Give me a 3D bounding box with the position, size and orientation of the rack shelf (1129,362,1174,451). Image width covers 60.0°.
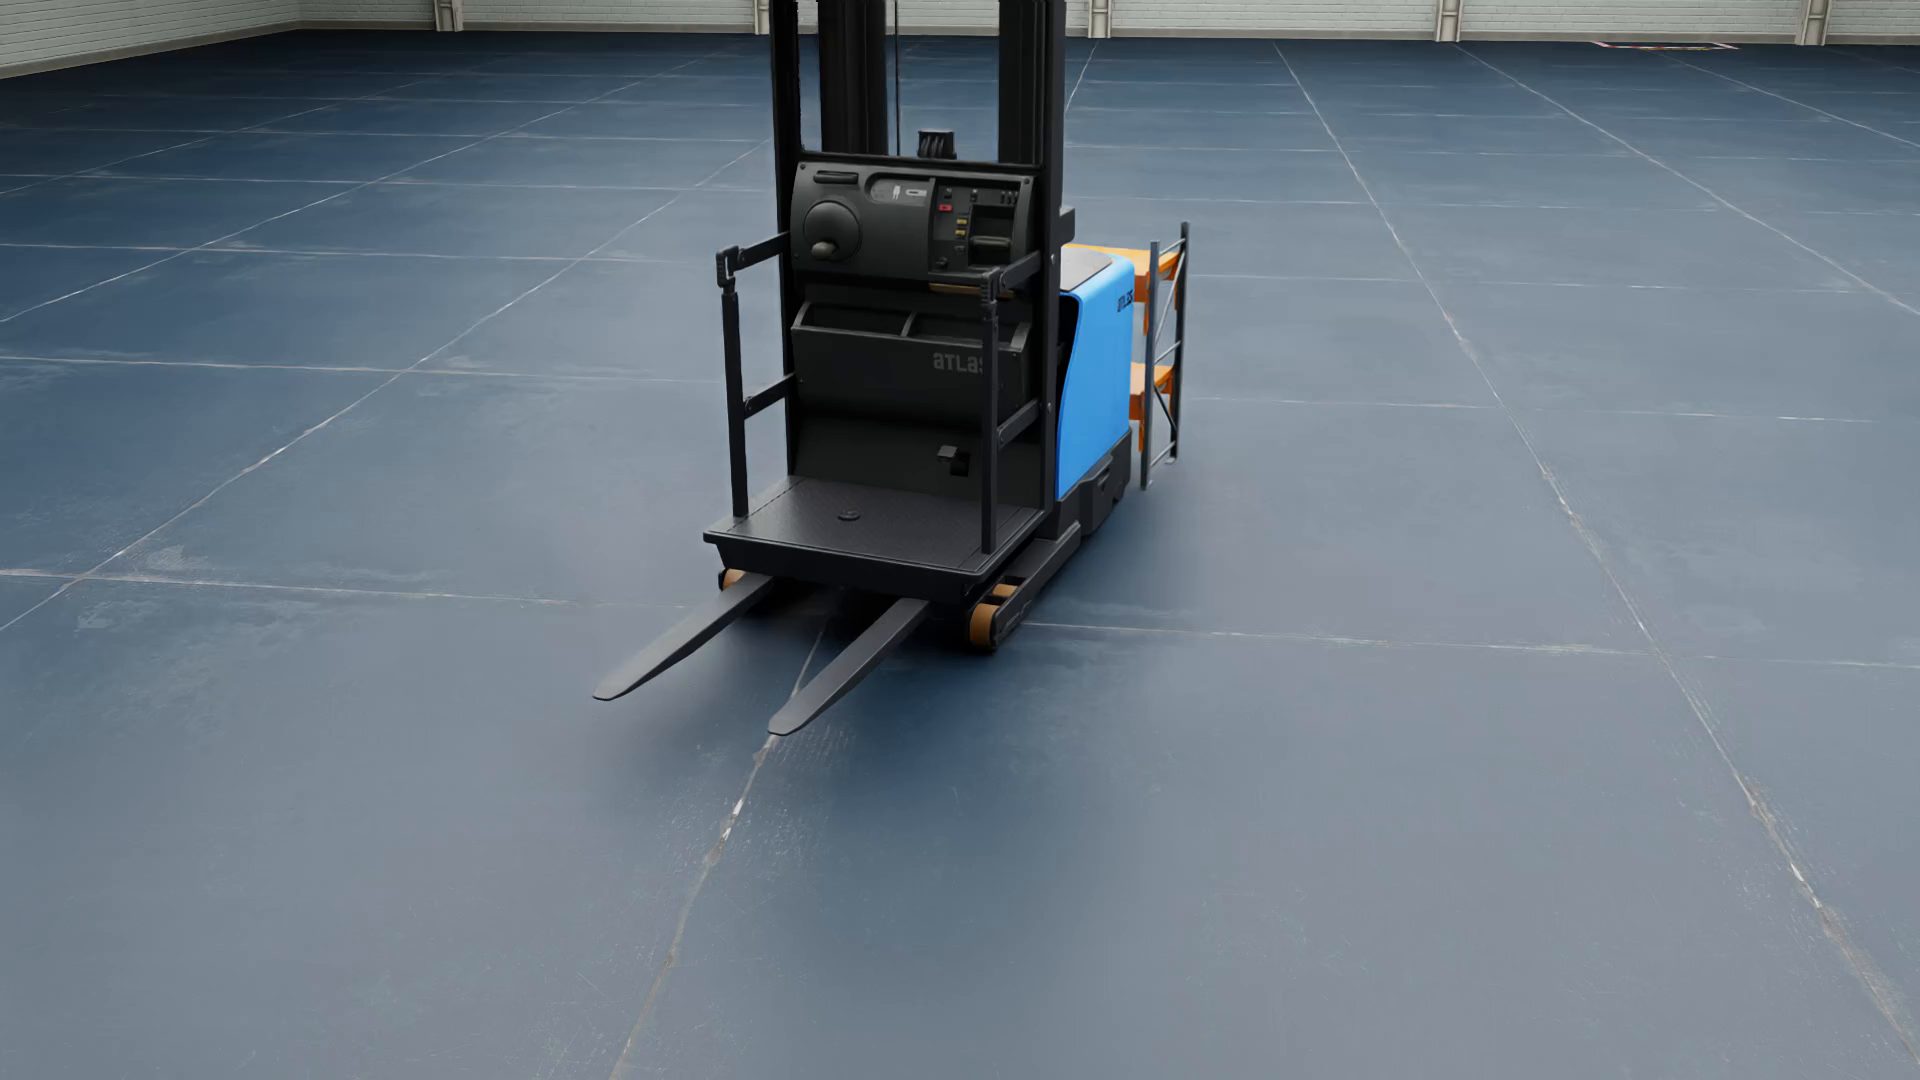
[{"bbox_3d":[0.464,-0.686,7.811,1.000,0.278,0.538,9,23,22],"label":"rack shelf"}]

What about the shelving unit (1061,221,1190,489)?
[{"bbox_3d":[0.464,-0.914,7.721,1.048,1.125,0.538,9,23,22],"label":"shelving unit"}]

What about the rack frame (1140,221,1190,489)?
[{"bbox_3d":[0.929,-0.838,7.530,0.032,1.125,0.500,9,23,22],"label":"rack frame"}]

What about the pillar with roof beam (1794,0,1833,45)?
[{"bbox_3d":[13.884,-11.011,22.552,0.400,9.000,9.100,2,22,6],"label":"pillar with roof beam"}]

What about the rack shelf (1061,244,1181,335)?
[{"bbox_3d":[0.464,-1.186,7.613,1.000,0.278,0.538,9,23,22],"label":"rack shelf"}]

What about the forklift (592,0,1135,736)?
[{"bbox_3d":[-0.260,-1.145,5.849,1.130,2.935,3.031,8,23,20],"label":"forklift"}]

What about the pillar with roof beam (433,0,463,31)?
[{"bbox_3d":[-9.949,-12.050,25.178,0.400,9.000,9.100,2,22,6],"label":"pillar with roof beam"}]

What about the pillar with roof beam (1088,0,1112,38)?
[{"bbox_3d":[1.967,-11.530,23.865,0.400,9.000,9.100,2,22,6],"label":"pillar with roof beam"}]

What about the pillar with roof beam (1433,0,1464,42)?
[{"bbox_3d":[7.926,-11.271,23.209,0.400,9.000,9.100,2,22,6],"label":"pillar with roof beam"}]

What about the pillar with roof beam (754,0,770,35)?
[{"bbox_3d":[-3.991,-11.790,24.522,0.400,9.000,9.100,2,22,6],"label":"pillar with roof beam"}]
